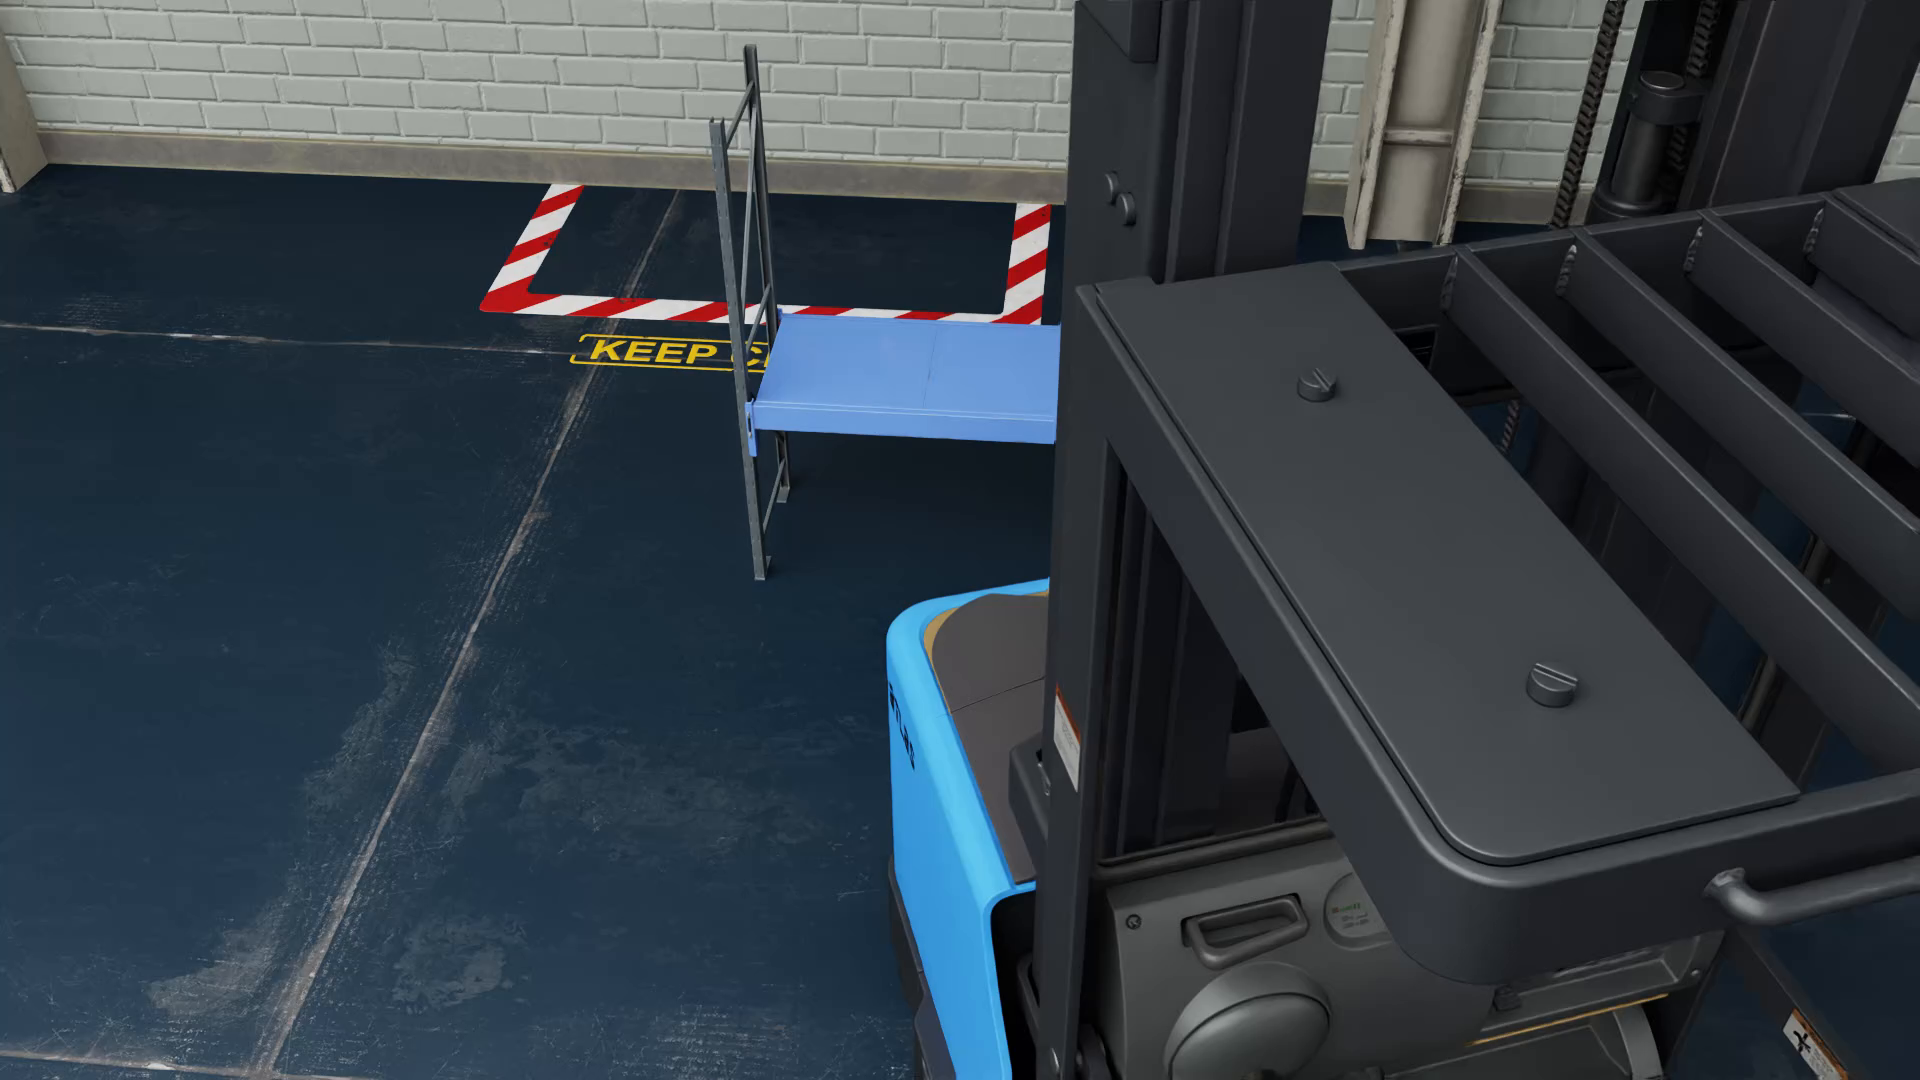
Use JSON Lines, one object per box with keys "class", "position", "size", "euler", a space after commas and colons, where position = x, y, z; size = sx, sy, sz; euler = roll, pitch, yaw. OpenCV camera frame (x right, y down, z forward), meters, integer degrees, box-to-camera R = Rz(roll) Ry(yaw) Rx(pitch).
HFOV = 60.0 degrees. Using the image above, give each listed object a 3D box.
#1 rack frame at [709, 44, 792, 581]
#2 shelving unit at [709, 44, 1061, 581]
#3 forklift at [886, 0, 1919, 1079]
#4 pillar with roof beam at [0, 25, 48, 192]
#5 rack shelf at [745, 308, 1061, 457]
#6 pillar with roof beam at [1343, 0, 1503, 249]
{"class": "rack frame", "position": [-0.591, -0.614, 4.816], "size": [0.032, 1.500, 0.500], "euler": [3, 39, 4]}
{"class": "shelving unit", "position": [-0.085, -0.586, 4.782], "size": [1.048, 1.500, 0.538], "euler": [3, 39, 4]}
{"class": "forklift", "position": [0.714, 0.647, 2.134], "size": [1.130, 2.935, 3.031], "euler": [-10, 40, -12]}
{"class": "pillar with roof beam", "position": [-4.570, -2.367, 1.030], "size": [0.400, 9.000, 9.100], "euler": [3, 39, 4]}
{"class": "rack shelf", "position": [-0.085, -0.447, 4.896], "size": [1.000, 0.185, 0.538], "euler": [3, 39, 4]}
{"class": "pillar with roof beam", "position": [1.408, -2.040, 0.628], "size": [0.400, 9.000, 9.100], "euler": [3, 39, 4]}
